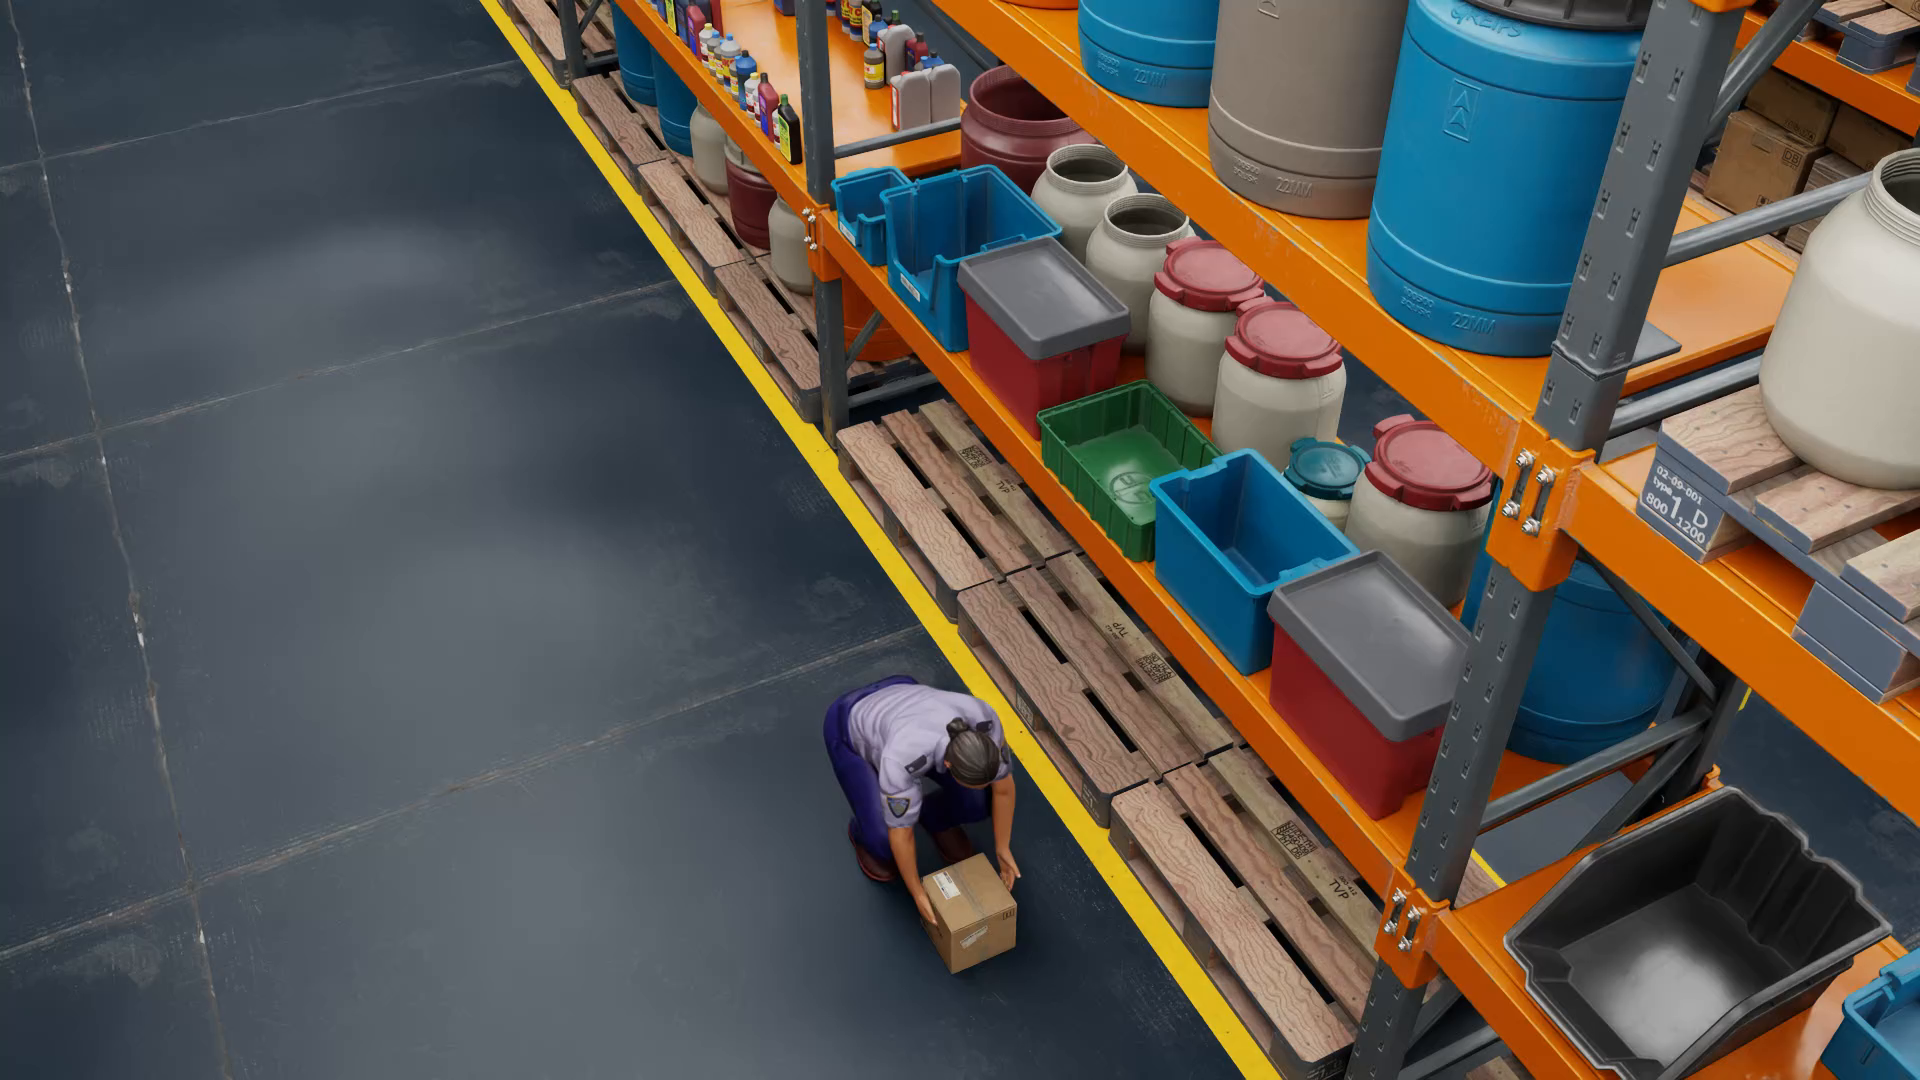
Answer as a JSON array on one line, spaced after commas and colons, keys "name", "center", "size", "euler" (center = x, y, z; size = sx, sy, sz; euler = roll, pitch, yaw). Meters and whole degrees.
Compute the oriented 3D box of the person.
[{"name": "person", "center": [-0.133, 0.817, 5.786], "size": [0.525, 0.940, 0.820], "euler": [-19, 45, -20]}]
